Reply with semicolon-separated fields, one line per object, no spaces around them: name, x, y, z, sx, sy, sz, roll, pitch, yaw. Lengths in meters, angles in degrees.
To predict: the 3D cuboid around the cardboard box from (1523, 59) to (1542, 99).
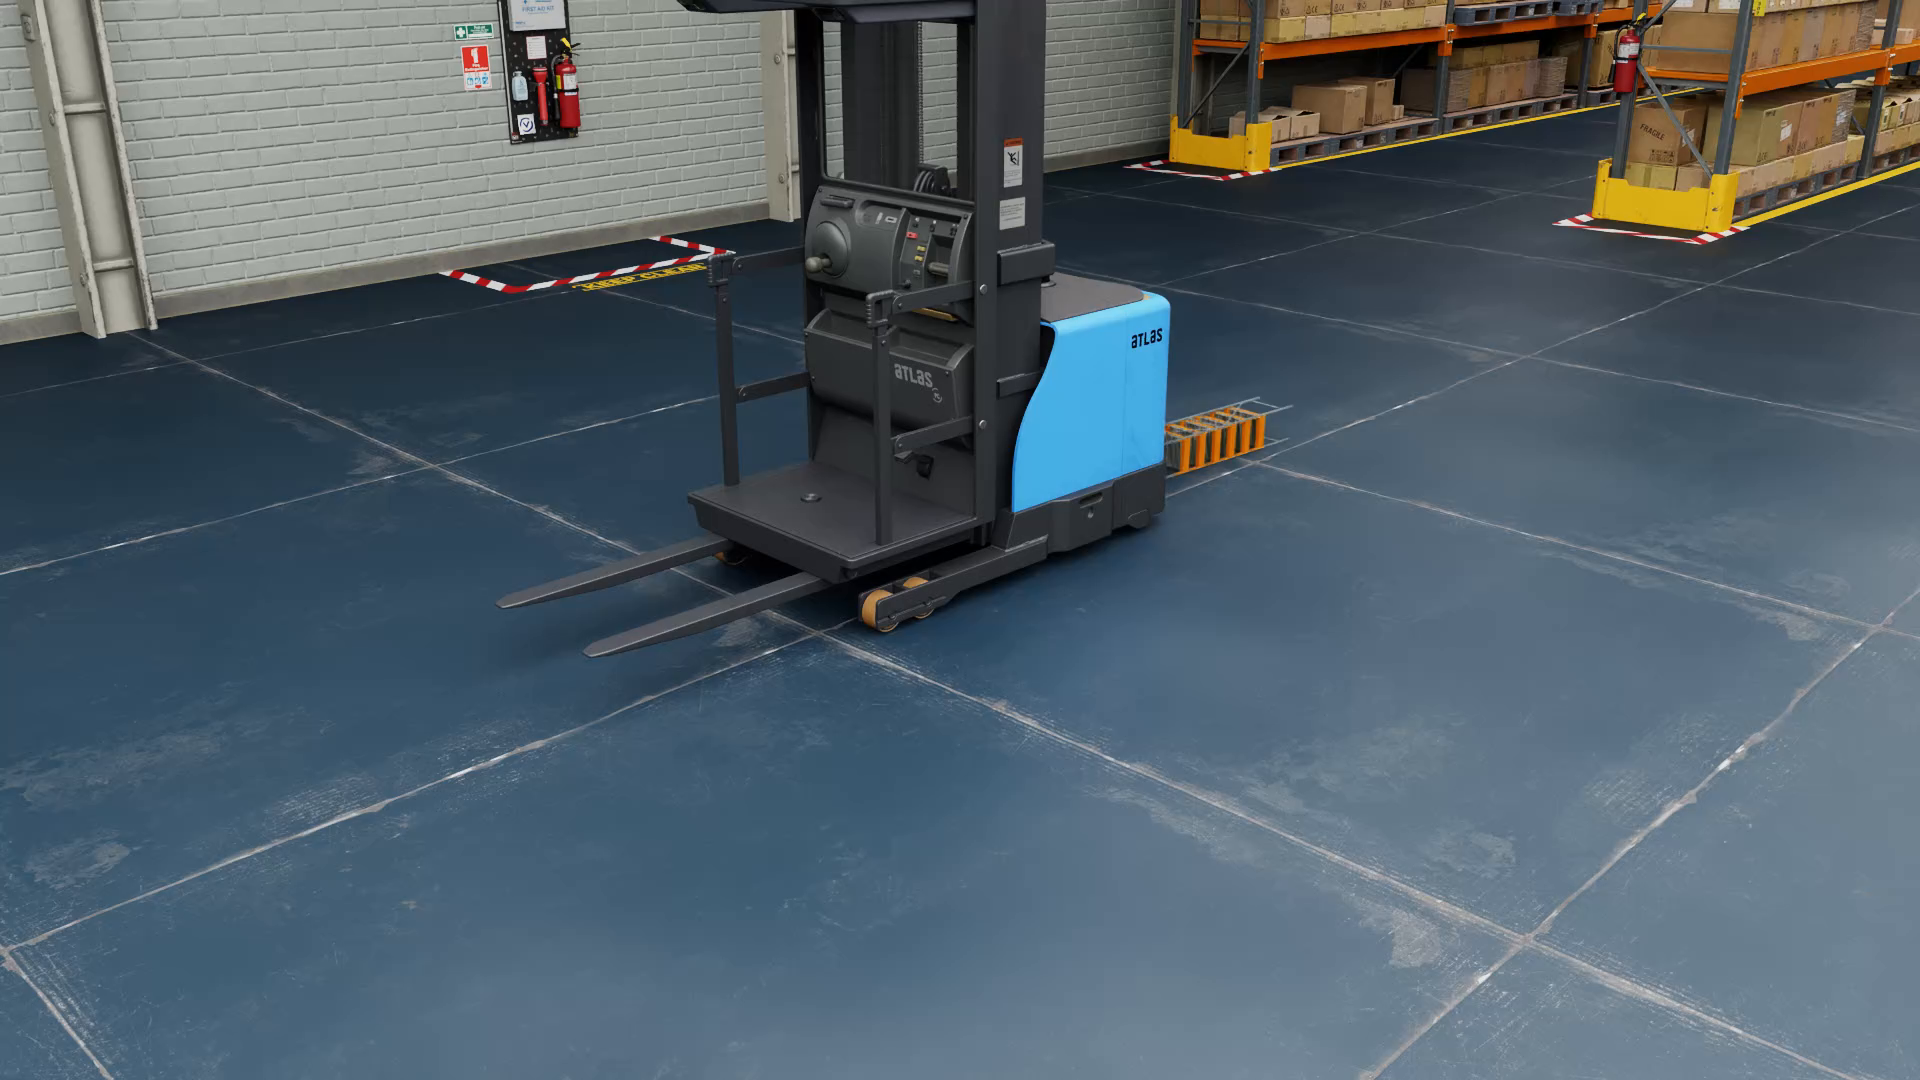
cardboard box;7.469;-6.312;22.686;0.700;0.500;0.500;19;28;41

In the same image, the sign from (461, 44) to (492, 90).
sign;-3.732;-3.647;12.832;0.001;0.329;0.234;19;28;41

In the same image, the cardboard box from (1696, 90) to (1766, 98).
cardboard box;7.545;-4.143;16.375;0.500;0.500;0.500;19;28;41

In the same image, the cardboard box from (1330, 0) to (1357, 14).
cardboard box;4.061;-6.111;18.428;0.500;0.500;0.500;18;27;39

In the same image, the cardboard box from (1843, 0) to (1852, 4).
cardboard box;8.390;-5.272;16.067;0.380;0.149;0.250;19;28;40

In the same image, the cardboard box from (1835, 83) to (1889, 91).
cardboard box;10.276;-5.049;18.995;0.500;0.311;0.500;19;28;40

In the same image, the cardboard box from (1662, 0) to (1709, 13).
cardboard box;6.477;-4.775;14.772;0.380;0.149;0.250;19;28;40

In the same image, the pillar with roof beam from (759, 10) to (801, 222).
pillar with roof beam;1.563;-6.095;10.889;9.100;9.000;0.400;19;28;41

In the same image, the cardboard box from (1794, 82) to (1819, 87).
cardboard box;8.590;-4.529;17.379;0.500;0.500;0.500;19;28;41

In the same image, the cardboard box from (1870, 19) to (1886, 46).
cardboard box;9.450;-5.375;17.587;0.500;0.250;0.500;-18;27;-39

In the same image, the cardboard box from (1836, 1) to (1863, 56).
cardboard box;8.469;-5.101;16.526;0.700;0.500;0.500;19;28;40

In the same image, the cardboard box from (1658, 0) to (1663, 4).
cardboard box;10.216;-8.021;24.585;0.380;0.149;0.250;18;28;39

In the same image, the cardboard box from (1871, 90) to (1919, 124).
cardboard box;10.318;-4.786;18.312;0.500;0.311;0.500;18;27;39

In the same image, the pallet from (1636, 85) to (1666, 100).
pallet;9.831;-6.769;24.891;1.003;0.211;1.213;19;28;41

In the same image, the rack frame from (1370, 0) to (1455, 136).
rack frame;5.586;-6.546;20.425;1.000;3.000;0.127;19;28;41

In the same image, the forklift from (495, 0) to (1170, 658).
forklift;-0.453;-1.211;6.639;3.031;2.935;1.130;-19;28;-41

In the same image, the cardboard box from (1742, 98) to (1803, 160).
cardboard box;7.568;-3.885;15.703;0.500;0.500;0.500;19;28;41

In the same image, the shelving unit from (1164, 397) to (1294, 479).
shelving unit;1.263;-0.523;8.662;1.200;0.189;0.258;-17;27;-39

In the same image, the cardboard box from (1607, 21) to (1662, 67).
cardboard box;10.189;-7.366;24.970;0.750;0.750;0.750;-19;28;-40

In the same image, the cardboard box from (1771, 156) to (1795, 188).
cardboard box;7.576;-3.532;15.830;0.500;0.250;0.500;19;28;41

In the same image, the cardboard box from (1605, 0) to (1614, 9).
cardboard box;8.954;-7.556;23.374;0.250;0.149;0.380;-20;29;-41

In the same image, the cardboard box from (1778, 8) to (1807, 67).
cardboard box;7.396;-4.705;15.496;0.700;0.500;0.500;19;28;41

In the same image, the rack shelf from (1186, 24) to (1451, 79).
rack shelf;4.191;-5.696;19.217;1.077;0.370;4.000;19;28;41

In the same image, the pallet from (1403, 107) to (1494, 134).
pallet;6.128;-5.445;21.447;1.003;0.211;1.213;19;28;41

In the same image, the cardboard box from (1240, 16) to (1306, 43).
cardboard box;3.363;-5.503;17.893;0.500;0.250;0.500;18;28;39

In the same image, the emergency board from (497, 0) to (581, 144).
emergency board;-3.273;-3.746;13.141;0.194;1.169;0.643;19;28;41

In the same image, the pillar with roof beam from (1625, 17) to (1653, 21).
pillar with roof beam;14.120;-10.722;22.927;9.100;9.000;0.400;19;28;41

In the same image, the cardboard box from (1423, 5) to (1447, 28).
cardboard box;5.473;-6.288;19.934;0.500;0.250;0.500;19;28;41

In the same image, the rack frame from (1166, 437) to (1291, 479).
rack frame;1.263;-0.437;8.694;1.200;0.006;0.240;-17;27;-39

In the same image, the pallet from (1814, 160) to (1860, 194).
pallet;8.553;-3.812;17.198;1.003;0.211;1.213;19;28;41

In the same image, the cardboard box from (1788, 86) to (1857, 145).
cardboard box;8.614;-4.270;16.706;0.500;0.500;0.500;19;28;41

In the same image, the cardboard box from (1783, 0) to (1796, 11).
cardboard box;7.310;-4.872;15.026;0.380;0.149;0.250;19;28;40

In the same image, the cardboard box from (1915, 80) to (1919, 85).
cardboard box;11.381;-5.178;19.332;0.500;0.311;0.500;19;28;40

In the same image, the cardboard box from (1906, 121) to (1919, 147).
cardboard box;10.314;-4.527;18.418;0.500;0.250;0.500;18;28;39

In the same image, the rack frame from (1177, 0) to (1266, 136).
rack frame;2.796;-5.518;17.750;1.000;3.000;0.127;19;28;41

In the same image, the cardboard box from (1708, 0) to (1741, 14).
cardboard box;6.775;-4.676;14.515;0.380;0.149;0.250;19;28;40

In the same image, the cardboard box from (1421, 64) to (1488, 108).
cardboard box;6.412;-5.924;21.676;0.700;0.500;0.500;19;28;40

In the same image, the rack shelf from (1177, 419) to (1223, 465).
rack shelf;1.230;-0.513;8.634;0.103;0.180;0.258;-17;27;-39

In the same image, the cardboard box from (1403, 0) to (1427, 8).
cardboard box;5.134;-6.507;19.459;0.500;0.500;0.500;19;28;40

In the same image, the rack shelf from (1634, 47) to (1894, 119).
rack shelf;7.743;-4.458;15.994;1.077;0.370;4.000;19;28;41

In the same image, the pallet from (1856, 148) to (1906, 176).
pallet;9.624;-4.205;18.220;1.003;0.211;1.213;19;28;41

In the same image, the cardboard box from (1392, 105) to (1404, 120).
cardboard box;5.234;-5.284;20.477;0.380;0.166;0.250;15;26;34

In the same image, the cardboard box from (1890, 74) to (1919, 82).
cardboard box;11.352;-5.449;20.036;0.500;0.311;0.500;-19;28;-40

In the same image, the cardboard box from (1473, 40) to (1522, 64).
cardboard box;7.114;-6.501;22.132;0.500;0.250;0.500;19;28;40

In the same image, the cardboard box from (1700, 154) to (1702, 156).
cardboard box;6.850;-3.535;15.838;0.500;0.250;0.500;19;28;41

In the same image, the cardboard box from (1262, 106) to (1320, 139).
cardboard box;3.740;-4.770;18.939;0.500;0.311;0.500;-17;27;-38

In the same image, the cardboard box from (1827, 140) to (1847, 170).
cardboard box;8.615;-3.920;16.840;0.500;0.250;0.500;19;28;41

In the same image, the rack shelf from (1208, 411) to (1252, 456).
rack shelf;1.409;-0.569;8.784;0.103;0.180;0.258;-17;27;-39

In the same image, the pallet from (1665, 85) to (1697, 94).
pallet;10.683;-7.084;25.711;1.003;0.211;1.213;19;28;41

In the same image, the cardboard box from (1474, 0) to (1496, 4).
cardboard box;6.360;-7.062;21.016;0.500;0.500;0.700;-17;27;-37

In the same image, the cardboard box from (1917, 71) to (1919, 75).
cardboard box;12.413;-5.673;21.025;0.500;0.500;0.500;-19;28;-40

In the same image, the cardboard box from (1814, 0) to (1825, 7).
cardboard box;7.848;-5.071;15.542;0.380;0.149;0.250;20;28;41

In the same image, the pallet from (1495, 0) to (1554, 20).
pallet;7.025;-6.966;21.784;1.003;0.211;1.213;19;28;41

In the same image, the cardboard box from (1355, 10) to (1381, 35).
cardboard box;4.429;-5.899;18.923;0.500;0.250;0.500;20;28;41
